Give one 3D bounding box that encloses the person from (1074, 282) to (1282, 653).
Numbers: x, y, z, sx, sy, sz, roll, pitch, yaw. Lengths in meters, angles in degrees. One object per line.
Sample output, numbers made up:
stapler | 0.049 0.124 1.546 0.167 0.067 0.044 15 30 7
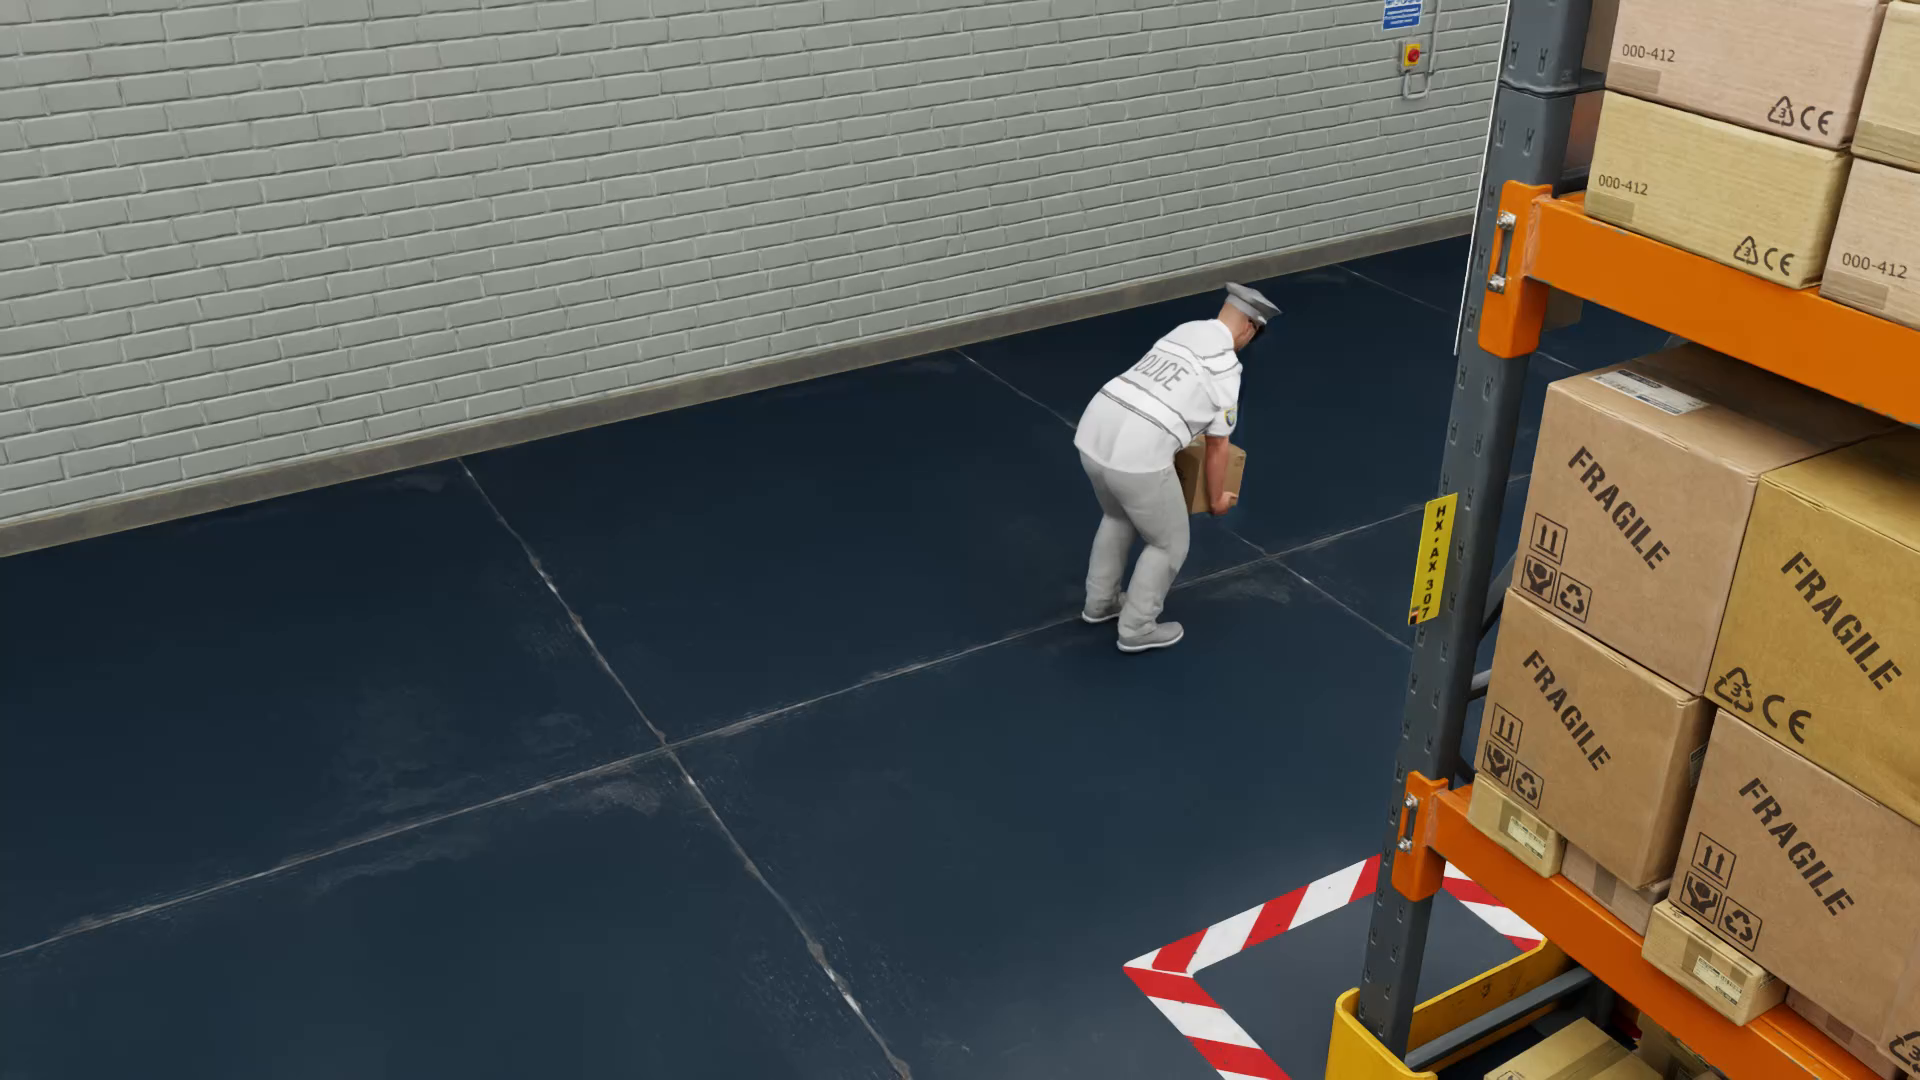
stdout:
person | 0.911 -0.311 6.976 0.919 1.477 0.479 -17 33 -27
